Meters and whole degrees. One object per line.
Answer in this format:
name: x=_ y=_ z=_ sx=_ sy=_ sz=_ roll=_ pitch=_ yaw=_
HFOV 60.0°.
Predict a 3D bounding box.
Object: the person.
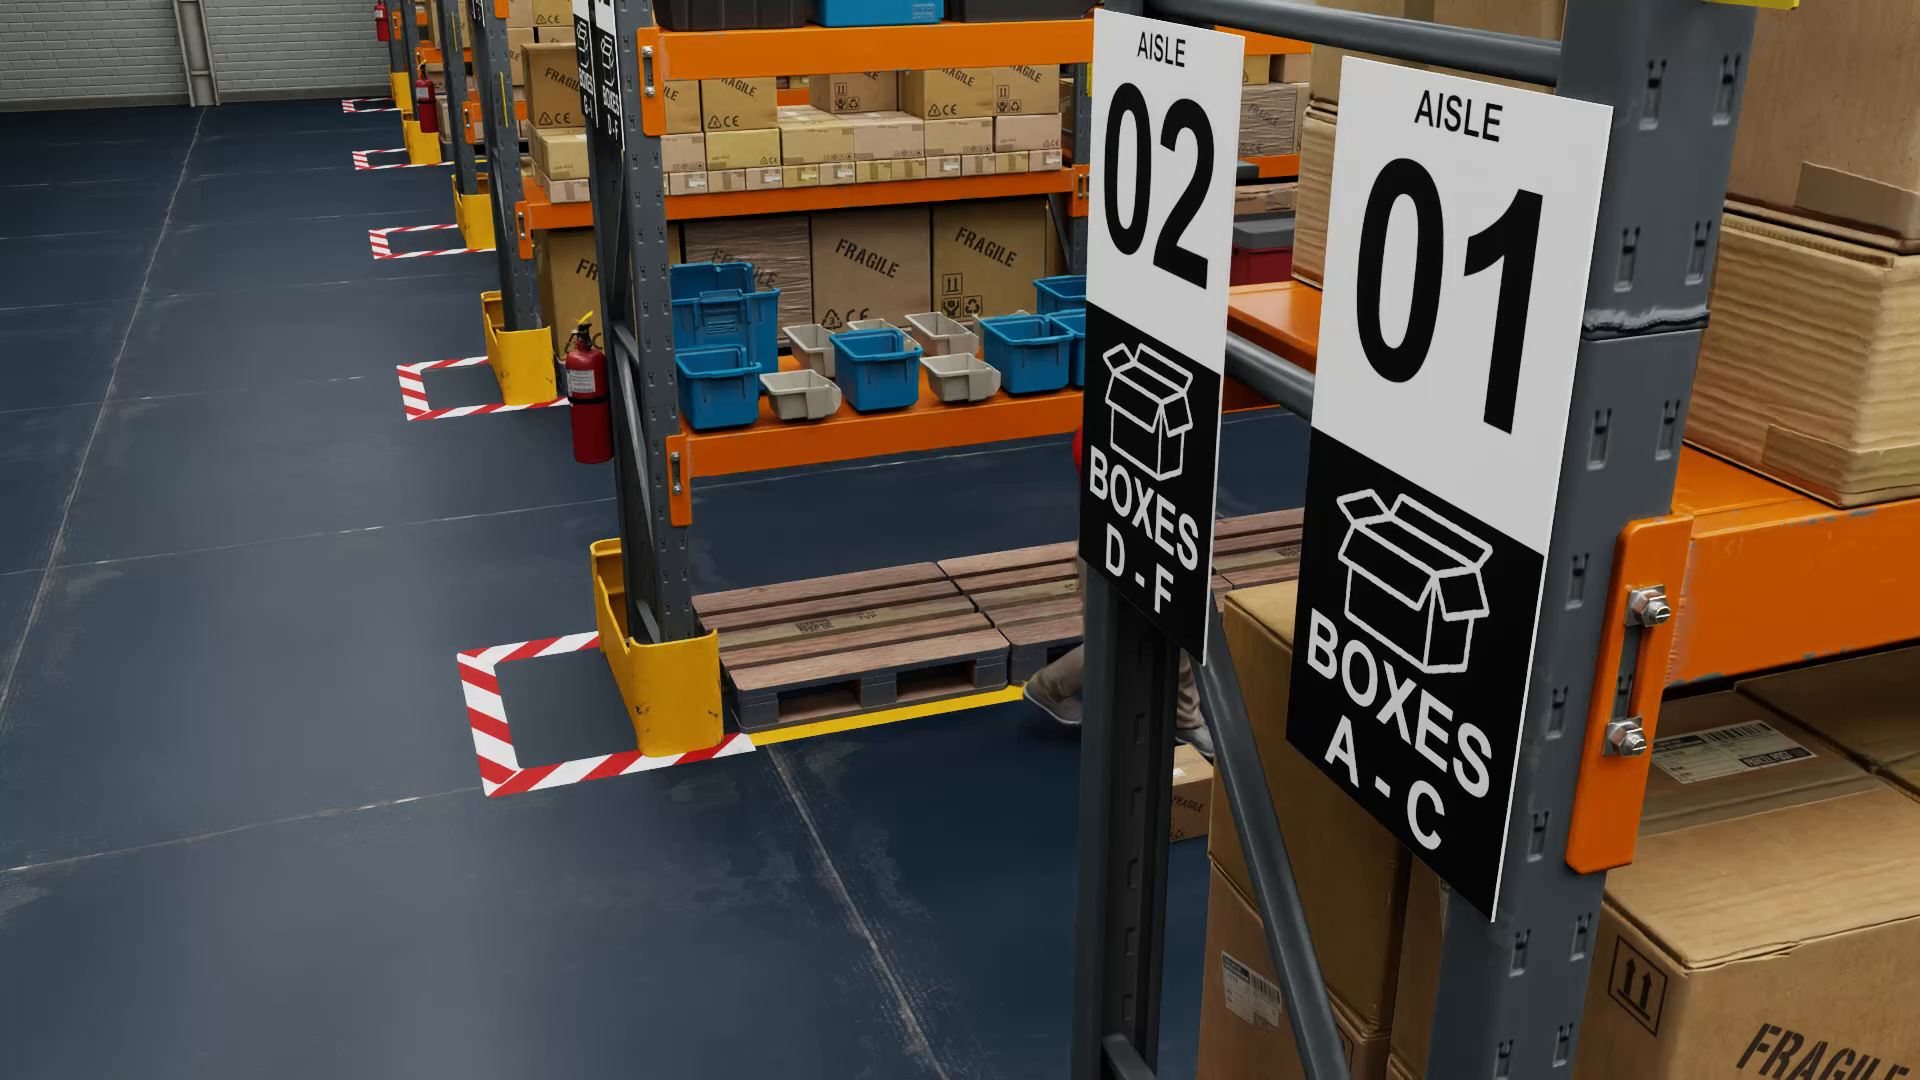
person: x=0.670 y=0.060 z=6.480 sx=0.591 sy=1.687 sz=0.787 roll=-19 pitch=29 yaw=-38
